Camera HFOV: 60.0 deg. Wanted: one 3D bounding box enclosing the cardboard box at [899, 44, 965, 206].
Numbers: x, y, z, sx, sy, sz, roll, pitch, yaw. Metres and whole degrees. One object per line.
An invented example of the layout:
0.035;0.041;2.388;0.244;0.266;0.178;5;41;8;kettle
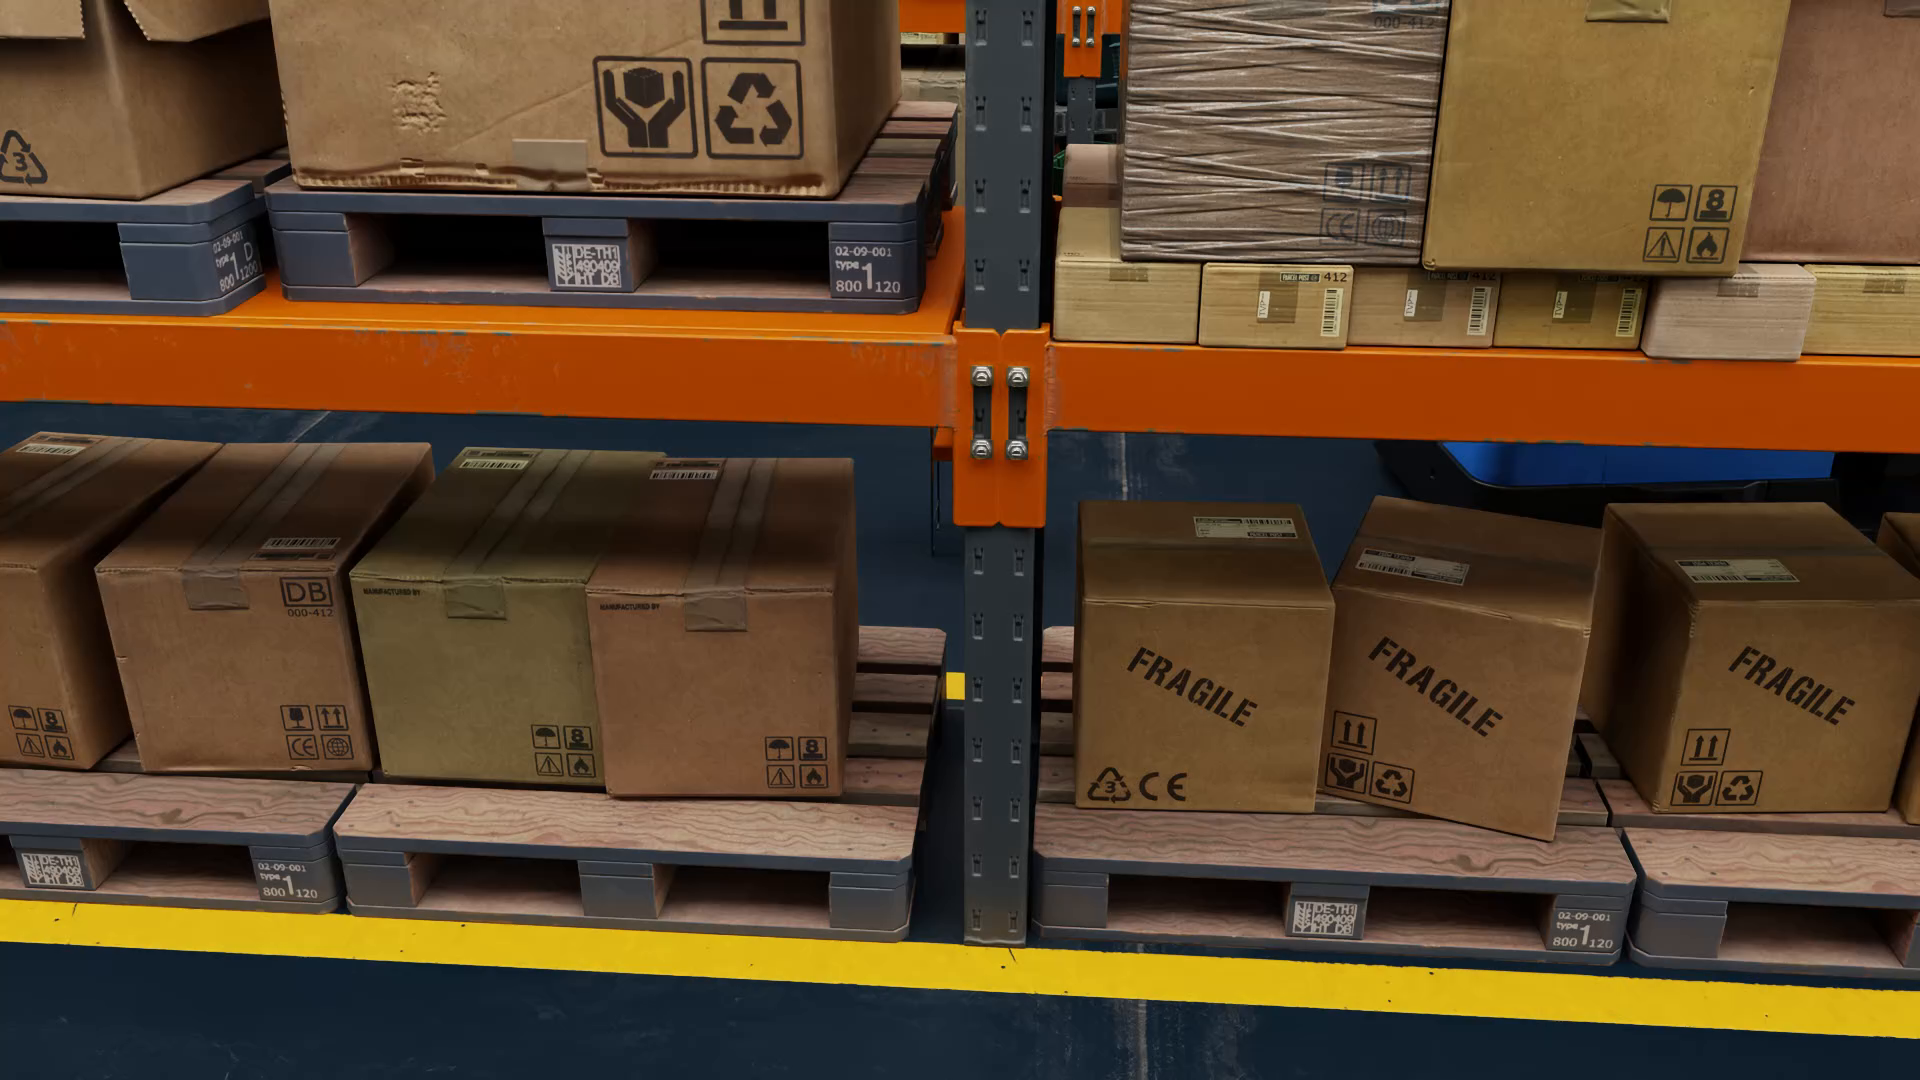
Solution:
-0.036;-1.947;8.081;0.750;0.750;1.050;2;25;4;cardboard box

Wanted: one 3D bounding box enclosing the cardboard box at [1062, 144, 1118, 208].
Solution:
0.346;-0.733;3.555;0.250;0.149;0.380;2;25;4;cardboard box

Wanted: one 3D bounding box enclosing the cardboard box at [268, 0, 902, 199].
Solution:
-0.672;-1.279;3.220;1.000;1.000;1.000;2;25;4;cardboard box

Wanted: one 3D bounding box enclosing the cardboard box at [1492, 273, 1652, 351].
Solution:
1.050;-0.471;2.986;0.250;0.149;0.380;2;25;4;cardboard box

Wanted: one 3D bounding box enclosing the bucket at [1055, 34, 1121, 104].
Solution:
0.902;-2.956;10.182;0.620;0.611;0.726;1;23;26;bucket

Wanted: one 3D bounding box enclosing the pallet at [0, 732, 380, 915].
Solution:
-1.887;0.473;3.970;1.213;0.211;1.003;2;25;4;pallet

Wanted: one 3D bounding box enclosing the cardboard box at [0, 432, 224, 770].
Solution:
-2.090;0.117;3.871;0.500;0.500;0.700;4;25;8;cardboard box

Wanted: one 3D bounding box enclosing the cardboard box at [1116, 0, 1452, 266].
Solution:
0.553;-0.872;3.081;0.500;0.500;0.875;2;25;4;cardboard box

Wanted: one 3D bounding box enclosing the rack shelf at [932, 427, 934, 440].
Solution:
0.014;-0.395;5.067;0.180;0.103;0.258;2;25;4;rack shelf

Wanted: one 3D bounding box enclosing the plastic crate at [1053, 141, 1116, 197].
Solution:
0.863;-2.085;9.487;0.662;0.188;0.450;16;39;31;plastic crate

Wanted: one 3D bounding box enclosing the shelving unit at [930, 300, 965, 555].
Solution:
0.014;-0.545;4.998;0.189;1.200;0.258;2;25;4;shelving unit

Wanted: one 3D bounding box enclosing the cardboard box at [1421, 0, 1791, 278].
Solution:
1.049;-0.841;3.014;0.500;0.500;0.875;2;25;4;cardboard box

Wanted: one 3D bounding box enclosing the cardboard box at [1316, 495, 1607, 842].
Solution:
1.077;0.258;3.589;0.500;0.500;0.500;10;27;21;cardboard box

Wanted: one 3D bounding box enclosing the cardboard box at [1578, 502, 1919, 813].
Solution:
1.702;0.245;3.617;0.500;0.500;0.500;0;25;-1;cardboard box

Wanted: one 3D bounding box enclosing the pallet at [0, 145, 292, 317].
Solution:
-1.902;-0.726;3.469;1.213;0.211;1.003;2;25;4;pallet

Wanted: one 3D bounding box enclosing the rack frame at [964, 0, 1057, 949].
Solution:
0.109;-0.732;3.251;0.127;3.000;1.000;2;25;4;rack frame

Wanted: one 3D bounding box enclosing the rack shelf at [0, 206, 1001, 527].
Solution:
-1.885;-0.469;3.541;4.000;0.370;1.077;2;25;4;rack shelf

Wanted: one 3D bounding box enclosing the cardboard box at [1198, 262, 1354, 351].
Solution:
0.549;-0.472;2.987;0.250;0.149;0.380;2;25;4;cardboard box

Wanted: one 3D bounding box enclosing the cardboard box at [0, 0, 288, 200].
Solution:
-1.626;-0.986;3.179;0.637;0.503;0.797;4;25;9;cardboard box

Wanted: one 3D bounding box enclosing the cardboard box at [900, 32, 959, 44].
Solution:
-0.372;-3.896;12.770;0.625;0.372;0.950;3;25;7;cardboard box

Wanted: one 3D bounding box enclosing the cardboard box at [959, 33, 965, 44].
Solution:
0.345;-3.875;12.723;0.625;0.372;0.950;2;25;5;cardboard box

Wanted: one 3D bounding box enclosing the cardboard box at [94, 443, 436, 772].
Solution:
-1.533;0.135;3.833;0.500;0.500;0.700;0;25;-1;cardboard box

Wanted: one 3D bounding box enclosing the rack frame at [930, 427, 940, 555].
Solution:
-0.077;-0.548;5.005;0.006;1.200;0.240;2;25;4;rack frame

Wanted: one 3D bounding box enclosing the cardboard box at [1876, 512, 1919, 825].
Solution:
2.255;0.282;3.538;0.500;0.500;0.500;4;25;9;cardboard box

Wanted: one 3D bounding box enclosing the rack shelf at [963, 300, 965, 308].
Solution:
0.014;-0.722;4.916;0.180;0.103;0.258;2;25;4;rack shelf

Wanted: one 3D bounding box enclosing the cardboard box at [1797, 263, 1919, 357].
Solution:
1.549;-0.455;2.952;0.250;0.149;0.380;2;25;4;cardboard box

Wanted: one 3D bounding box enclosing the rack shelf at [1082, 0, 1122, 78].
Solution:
2.584;-2.405;7.748;4.000;0.370;1.077;2;25;4;rack shelf

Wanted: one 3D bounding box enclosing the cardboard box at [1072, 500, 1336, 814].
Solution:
0.505;0.243;3.622;0.500;0.500;0.500;1;25;2;cardboard box

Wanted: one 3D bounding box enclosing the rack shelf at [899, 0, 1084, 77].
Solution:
-1.404;-2.533;8.026;4.000;0.370;1.077;2;25;4;rack shelf

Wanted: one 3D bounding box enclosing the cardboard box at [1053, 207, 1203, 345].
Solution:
0.301;-0.485;3.016;0.250;0.149;0.380;2;25;4;cardboard box

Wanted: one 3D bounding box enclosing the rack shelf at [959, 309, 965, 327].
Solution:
0.014;-0.613;4.967;0.180;0.103;0.258;2;25;4;rack shelf

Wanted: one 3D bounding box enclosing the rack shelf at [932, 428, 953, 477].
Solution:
0.014;-0.286;5.117;0.180;0.103;0.258;2;25;4;rack shelf

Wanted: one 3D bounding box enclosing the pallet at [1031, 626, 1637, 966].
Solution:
0.782;0.542;3.820;1.213;0.211;1.003;2;25;4;pallet

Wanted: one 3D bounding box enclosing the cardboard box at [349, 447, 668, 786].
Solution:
-0.975;0.152;3.794;0.500;0.500;0.700;2;25;4;cardboard box

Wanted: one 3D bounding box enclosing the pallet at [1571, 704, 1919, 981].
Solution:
2.001;0.580;3.737;1.213;0.211;1.003;2;25;4;pallet

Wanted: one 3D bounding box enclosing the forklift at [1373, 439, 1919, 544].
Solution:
2.979;-1.459;4.915;3.031;2.935;1.130;-2;25;-4;forklift

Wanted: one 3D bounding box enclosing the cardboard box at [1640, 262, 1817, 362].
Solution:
1.296;-0.446;2.932;0.250;0.149;0.380;2;25;4;cardboard box

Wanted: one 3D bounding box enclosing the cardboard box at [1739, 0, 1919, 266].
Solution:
1.555;-0.867;3.071;0.500;0.500;0.875;2;25;4;cardboard box

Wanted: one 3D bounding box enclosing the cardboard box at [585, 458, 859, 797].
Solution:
-0.501;0.176;3.744;0.500;0.500;0.700;0;25;0;cardboard box

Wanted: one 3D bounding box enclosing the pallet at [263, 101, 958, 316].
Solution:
-0.642;-0.729;3.476;1.213;0.211;1.003;2;25;4;pallet

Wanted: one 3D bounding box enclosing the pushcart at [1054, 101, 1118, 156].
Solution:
0.743;-2.719;10.707;0.936;0.377;1.648;-7;26;-14;pushcart

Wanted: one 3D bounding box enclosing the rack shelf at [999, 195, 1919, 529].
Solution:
2.103;-0.341;3.263;4.000;0.370;1.077;2;25;4;rack shelf

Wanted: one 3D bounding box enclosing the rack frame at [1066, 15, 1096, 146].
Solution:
0.590;-2.796;7.737;0.127;3.000;1.000;2;25;4;rack frame

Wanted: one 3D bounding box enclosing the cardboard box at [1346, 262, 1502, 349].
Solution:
0.800;-0.475;2.995;0.250;0.149;0.380;2;25;4;cardboard box

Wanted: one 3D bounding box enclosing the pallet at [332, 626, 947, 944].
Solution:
-0.667;0.511;3.887;1.213;0.211;1.003;2;25;4;pallet
